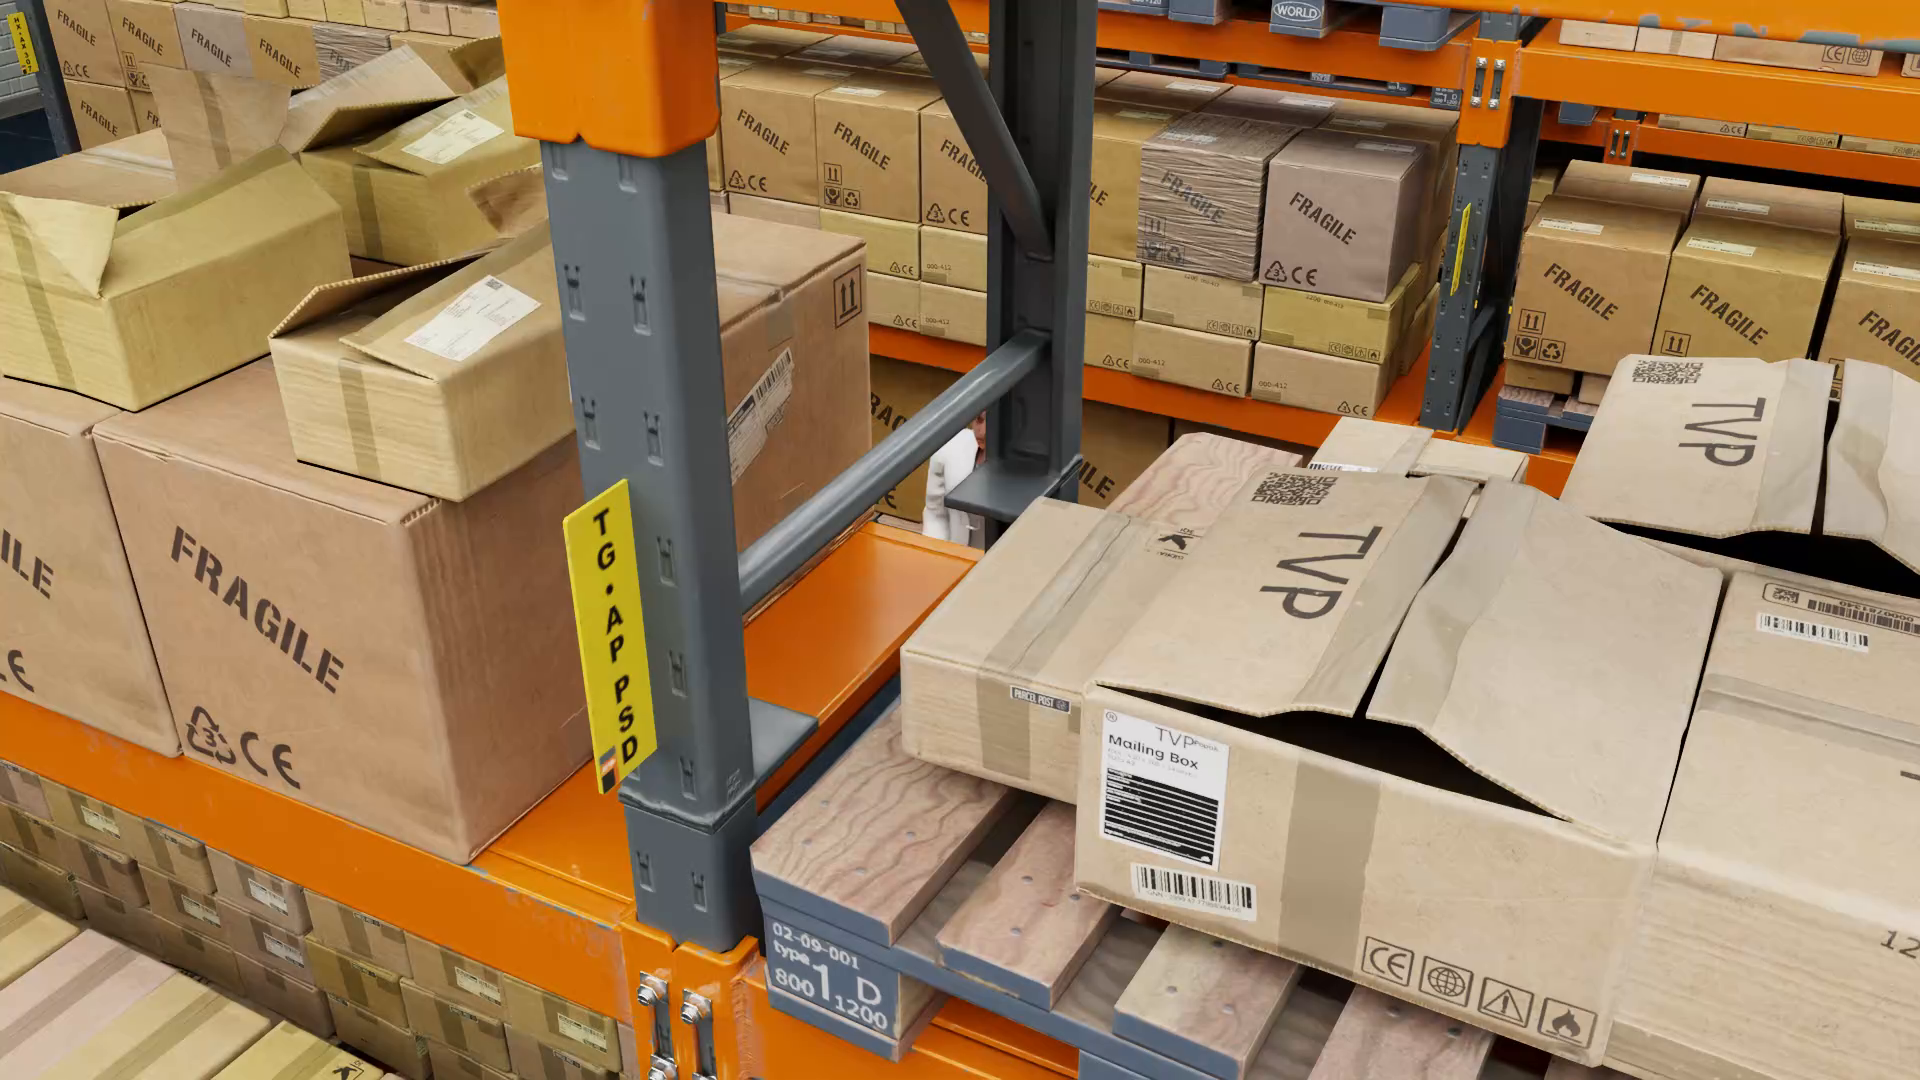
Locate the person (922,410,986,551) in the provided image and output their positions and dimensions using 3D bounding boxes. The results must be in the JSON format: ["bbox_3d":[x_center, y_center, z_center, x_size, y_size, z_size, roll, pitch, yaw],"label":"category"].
[{"bbox_3d":[0.095,0.235,6.223,0.575,1.782,0.467,14,32,23],"label":"person"}]
